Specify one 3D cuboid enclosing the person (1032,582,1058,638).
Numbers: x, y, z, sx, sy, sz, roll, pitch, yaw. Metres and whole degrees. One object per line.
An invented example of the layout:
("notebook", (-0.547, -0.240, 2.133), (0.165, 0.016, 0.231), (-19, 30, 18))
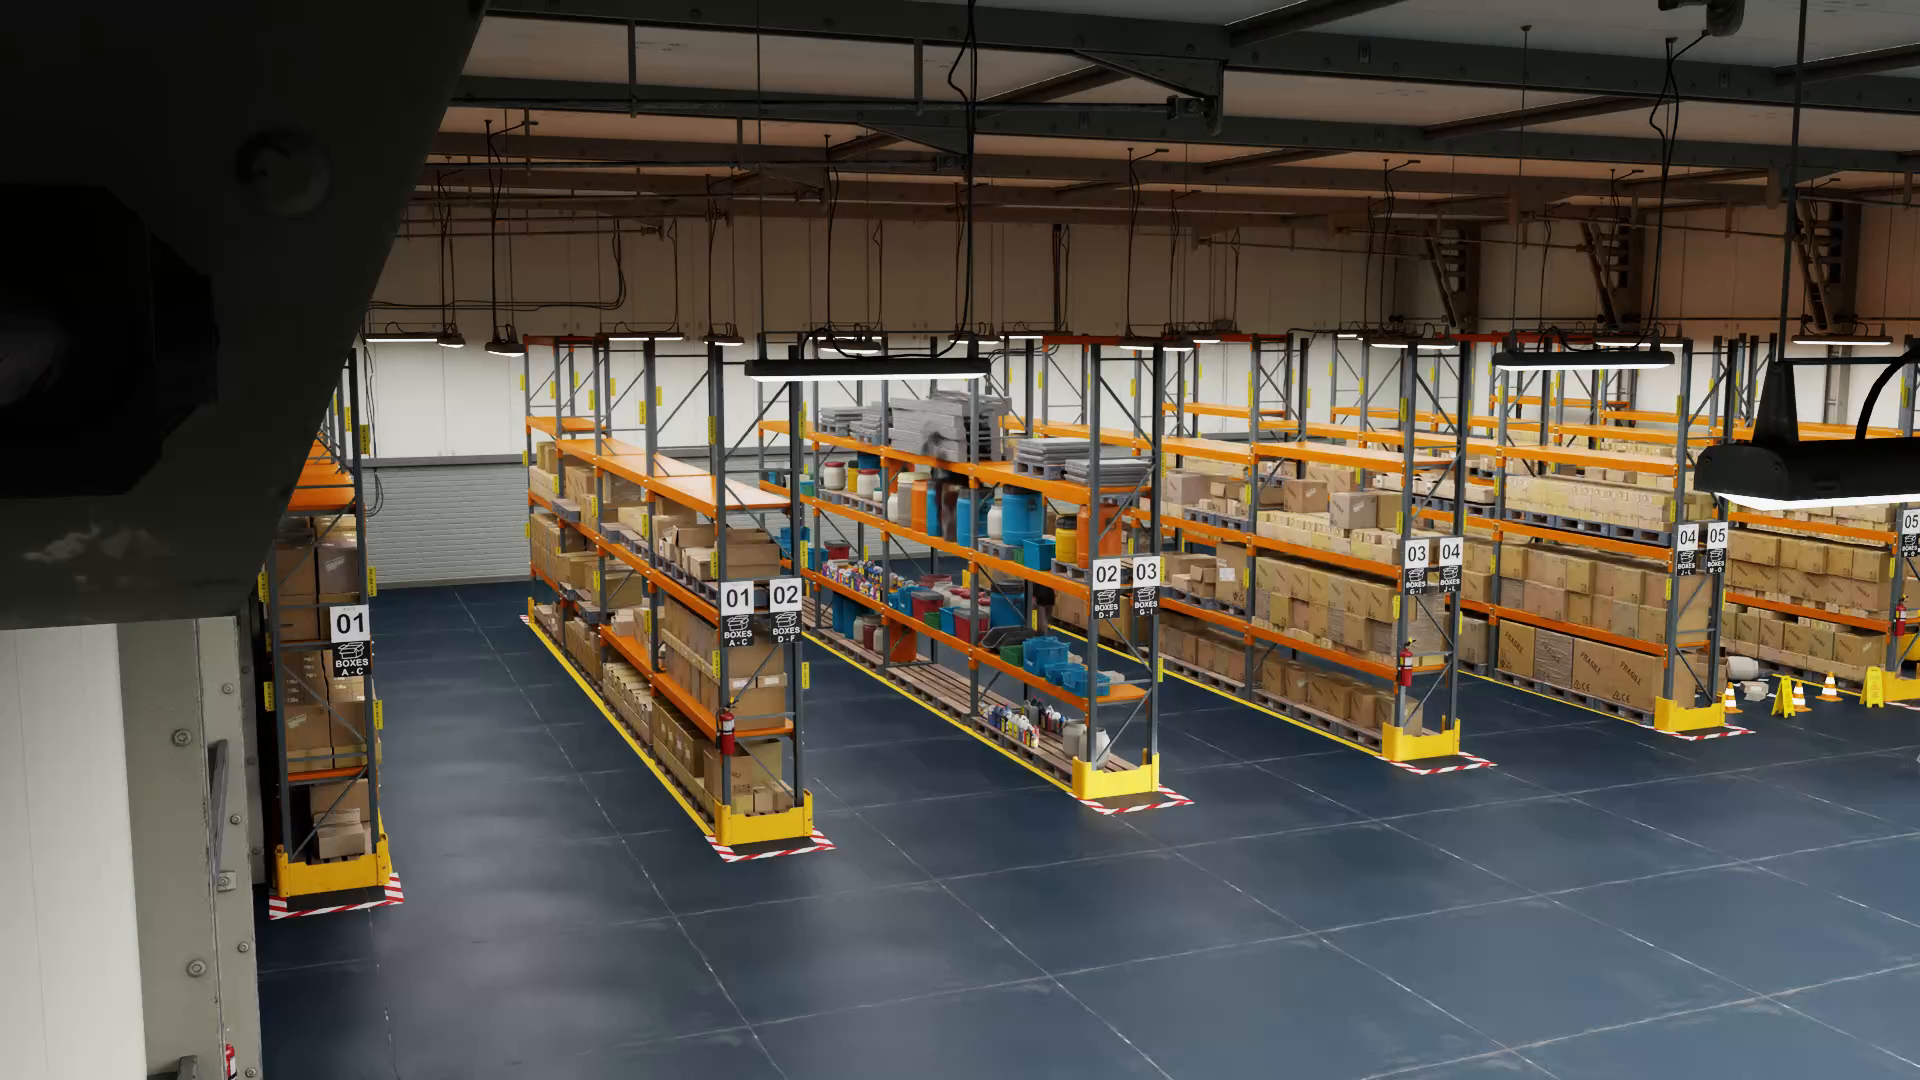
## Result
("person", (1.504, 1.210, 30.045), (0.662, 1.767, 0.791), (-5, 9, -31))
